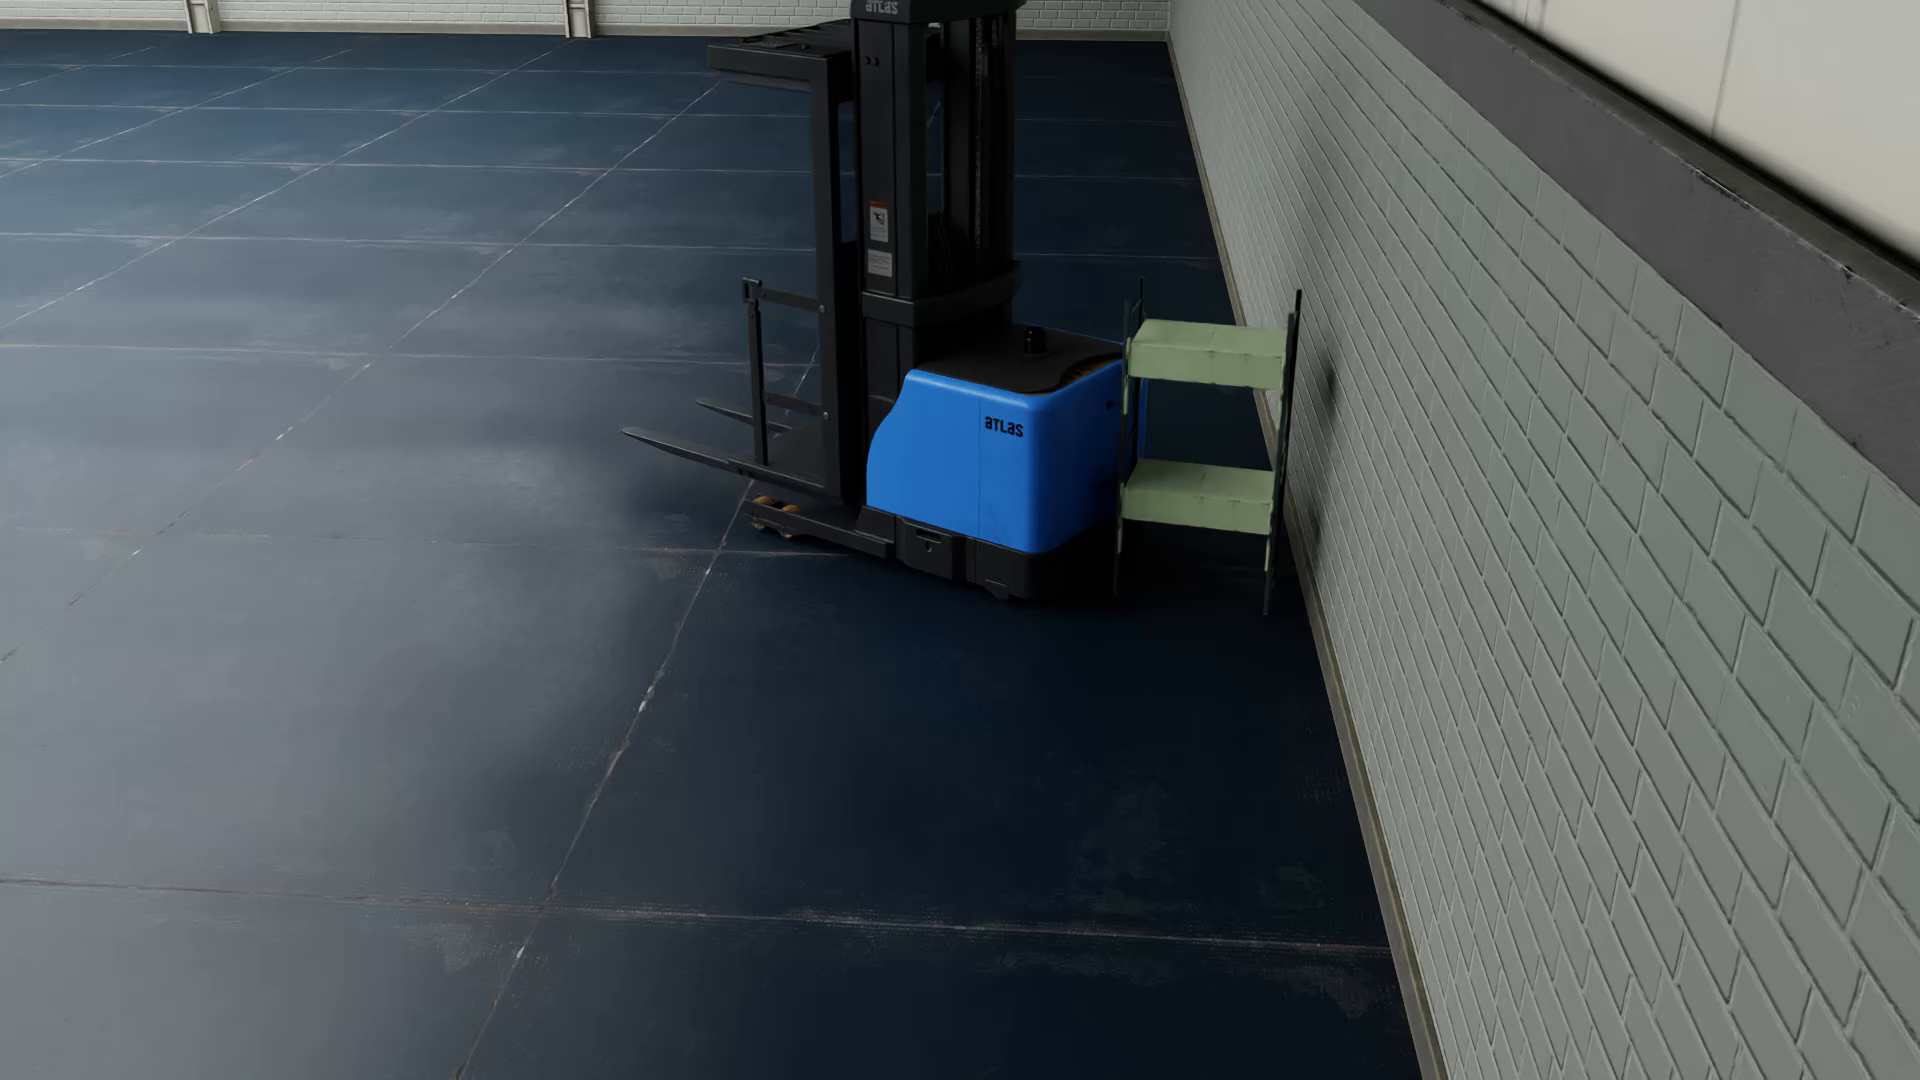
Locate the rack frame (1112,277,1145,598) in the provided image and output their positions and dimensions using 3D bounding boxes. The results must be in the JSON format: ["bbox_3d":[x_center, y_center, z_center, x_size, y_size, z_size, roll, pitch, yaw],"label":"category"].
[{"bbox_3d":[0.811,-0.481,8.000,0.023,1.500,0.400,7,26,14],"label":"rack frame"}]

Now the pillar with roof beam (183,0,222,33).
[{"bbox_3d":[-12.148,-10.256,20.273,0.400,9.000,9.100,2,25,4],"label":"pillar with roof beam"}]

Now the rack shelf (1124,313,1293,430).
[{"bbox_3d":[1.163,-0.793,7.746,0.720,0.370,0.431,7,26,14],"label":"rack shelf"}]

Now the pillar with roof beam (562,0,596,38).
[{"bbox_3d":[-6.166,-10.064,19.856,0.400,9.000,9.100,2,25,4],"label":"pillar with roof beam"}]

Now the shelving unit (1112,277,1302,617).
[{"bbox_3d":[1.163,-0.439,7.909,0.755,1.500,0.431,7,26,14],"label":"shelving unit"}]

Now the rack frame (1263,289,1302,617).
[{"bbox_3d":[1.515,-0.397,7.818,0.023,1.500,0.400,7,26,14],"label":"rack frame"}]

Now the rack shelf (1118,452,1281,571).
[{"bbox_3d":[1.163,-0.143,8.046,0.720,0.370,0.431,7,26,14],"label":"rack shelf"}]

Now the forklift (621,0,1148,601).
[{"bbox_3d":[-0.538,-1.508,8.520,3.031,2.935,1.130,17,30,32],"label":"forklift"}]
